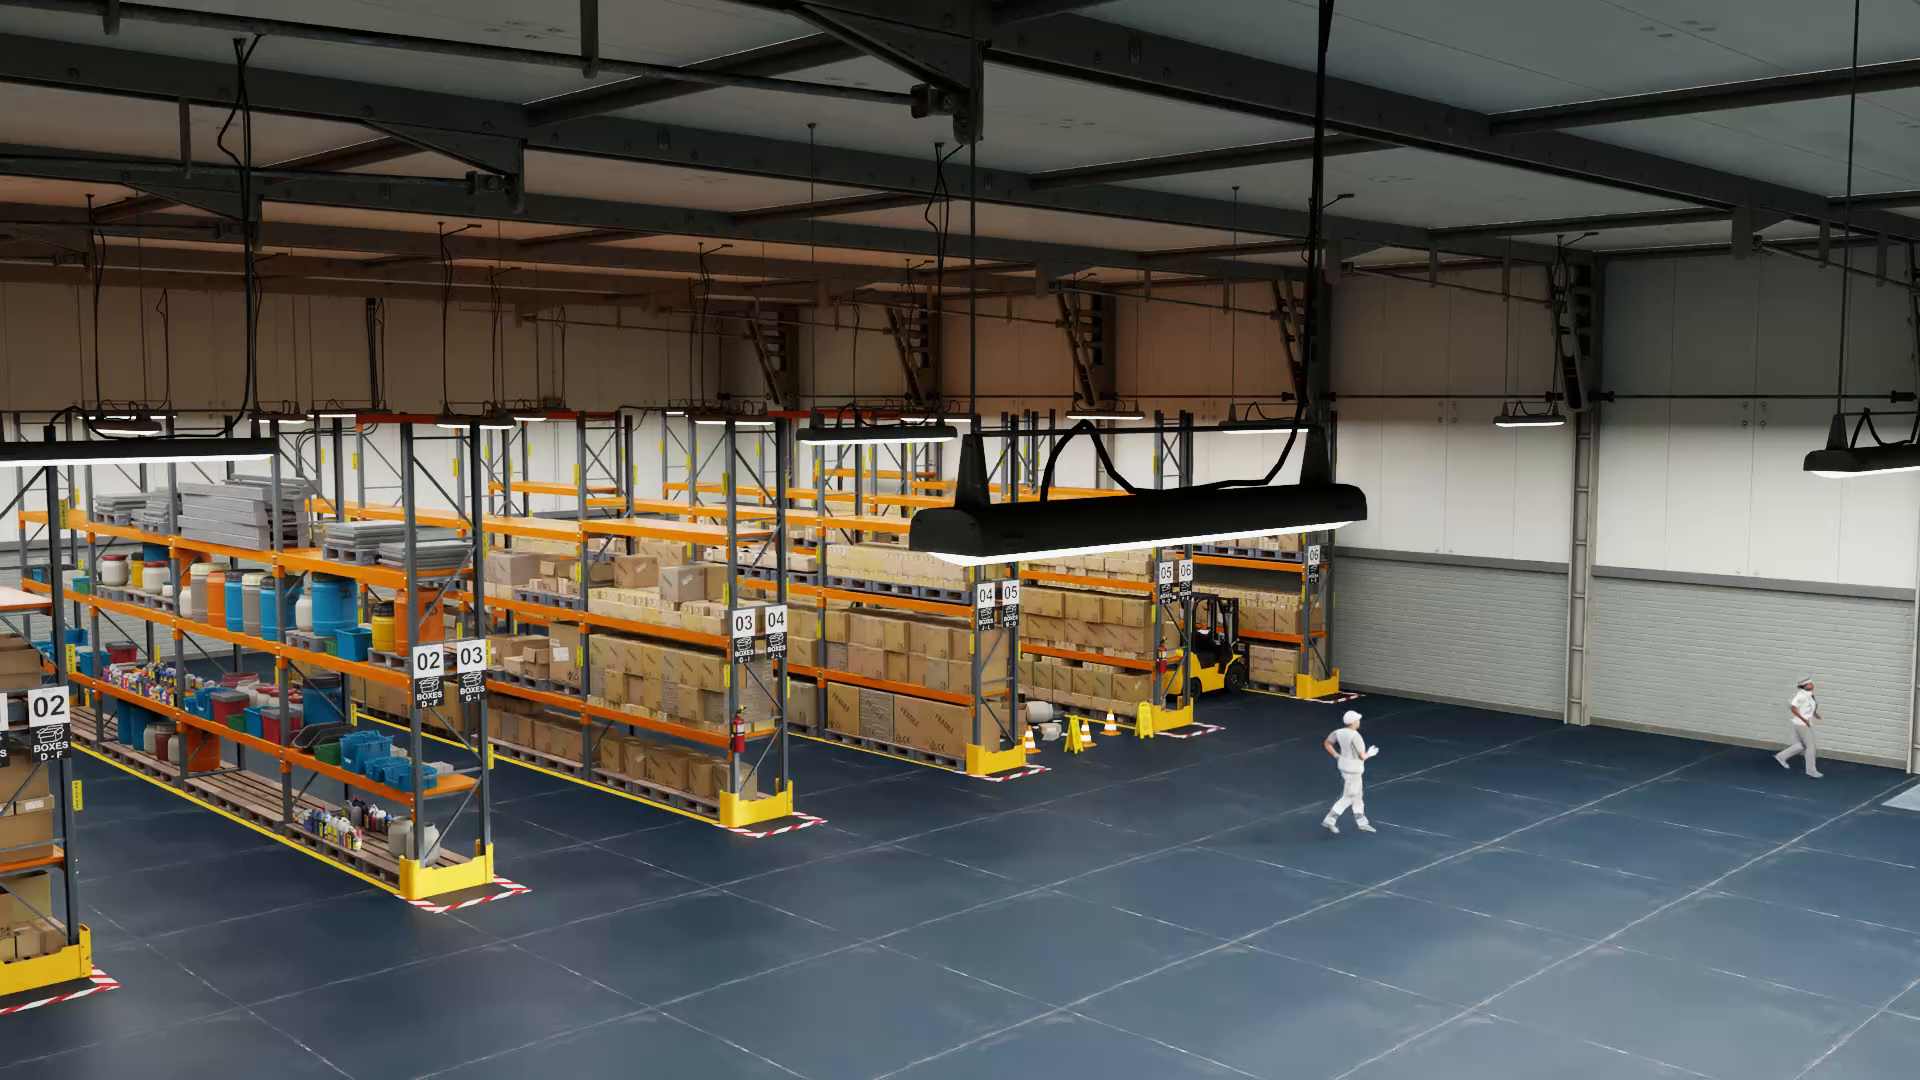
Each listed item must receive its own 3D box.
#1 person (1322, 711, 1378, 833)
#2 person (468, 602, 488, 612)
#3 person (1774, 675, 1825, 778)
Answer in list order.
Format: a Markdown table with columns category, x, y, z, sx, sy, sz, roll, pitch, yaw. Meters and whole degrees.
| category | x | y | z | sx | sy | sz | roll | pitch | yaw |
| --- | --- | --- | --- | --- | --- | --- | --- | --- | --- |
| person | 5.613 | 3.342 | 23.836 | 0.901 | 1.809 | 0.648 | -1 | 5 | -14 |
| person | -11.575 | 2.020 | 39.715 | 0.696 | 1.744 | 0.634 | 2 | 5 | 18 |
| person | 14.031 | 3.086 | 27.749 | 0.774 | 1.704 | 0.583 | 3 | 6 | 31 |
